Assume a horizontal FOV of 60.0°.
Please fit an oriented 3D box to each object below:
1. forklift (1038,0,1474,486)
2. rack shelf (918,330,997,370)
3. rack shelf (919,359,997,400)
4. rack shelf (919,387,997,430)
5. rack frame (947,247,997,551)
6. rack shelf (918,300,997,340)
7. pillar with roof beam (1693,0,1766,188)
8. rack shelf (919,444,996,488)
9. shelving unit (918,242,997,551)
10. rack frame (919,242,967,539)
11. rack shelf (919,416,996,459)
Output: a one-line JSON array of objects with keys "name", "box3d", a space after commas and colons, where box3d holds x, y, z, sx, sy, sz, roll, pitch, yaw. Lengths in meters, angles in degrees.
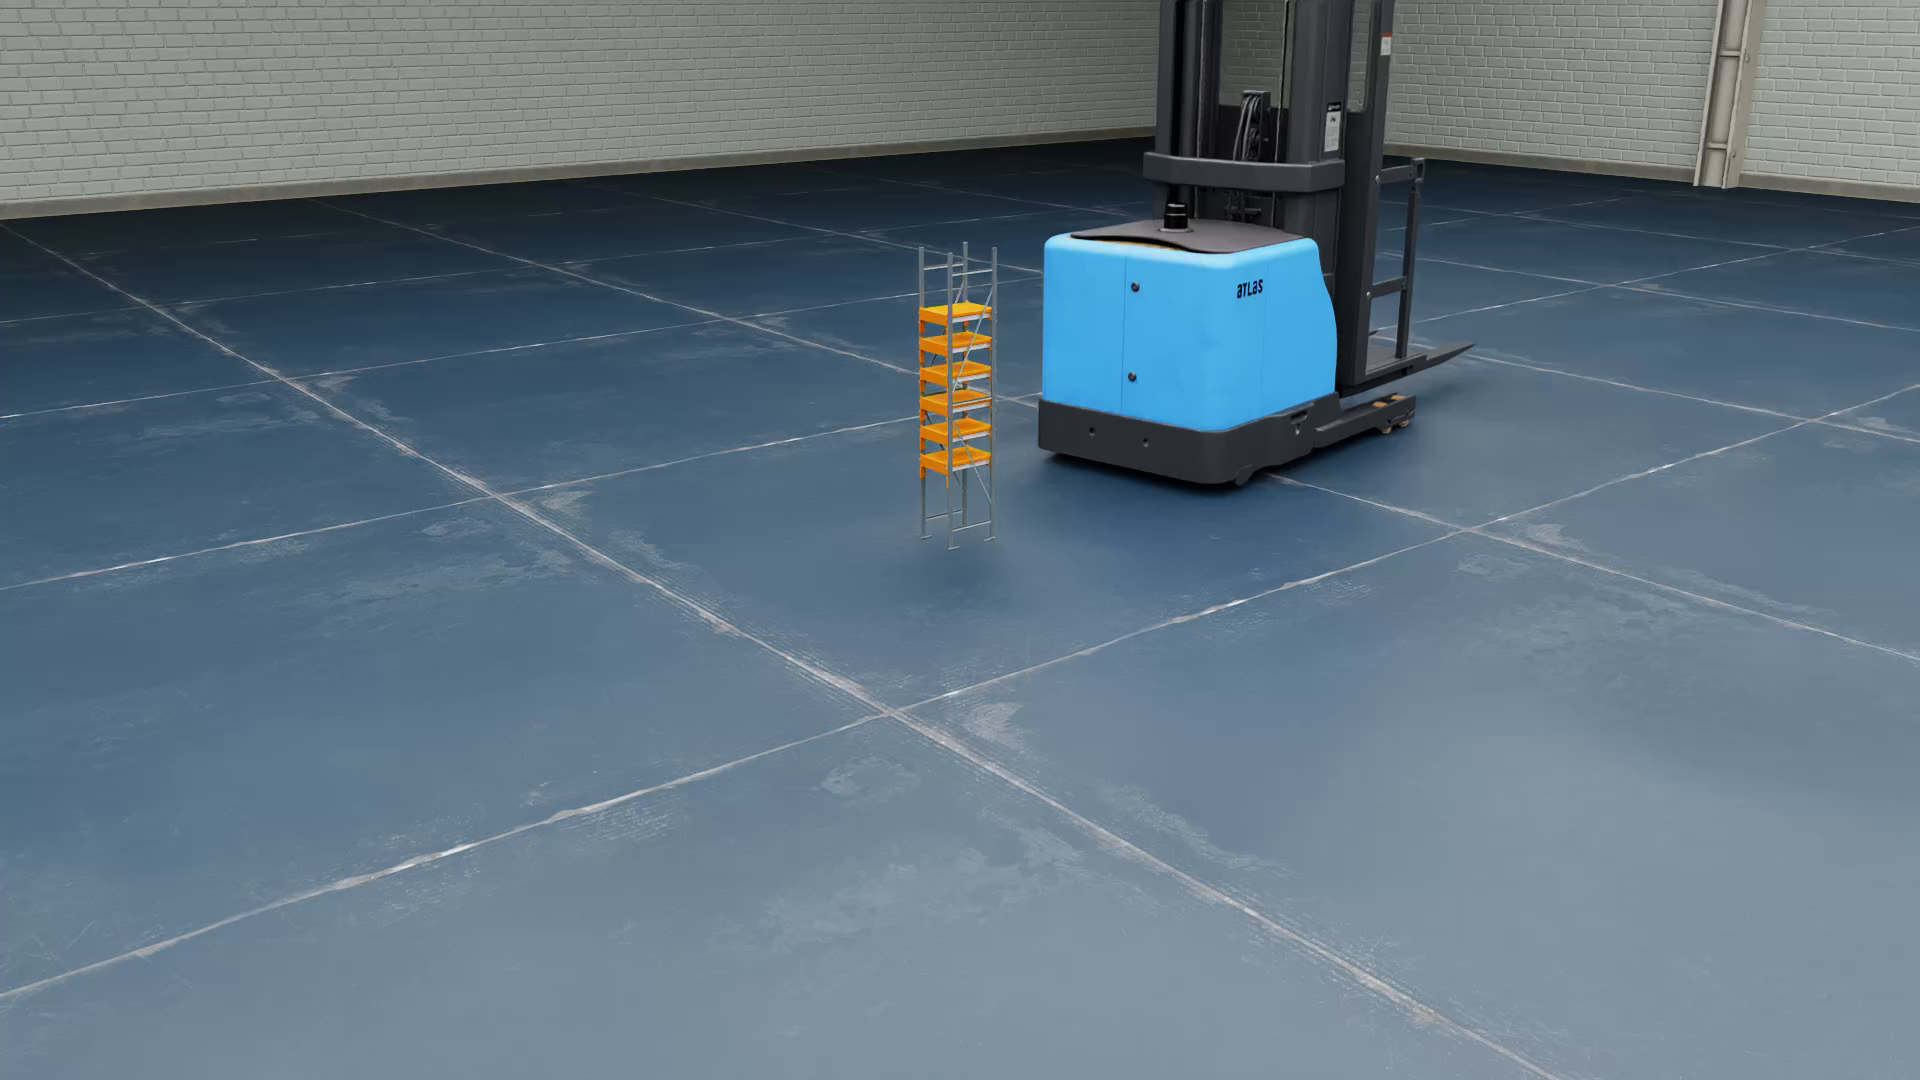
[{"name": "forklift", "box3d": [1.720, -2.024, 8.312, 1.130, 2.935, 3.031, 15, 24, 38]}, {"name": "rack shelf", "box3d": [-0.009, -0.759, 6.623, 0.258, 0.103, 0.180, -14, 23, -36]}, {"name": "rack shelf", "box3d": [-0.009, -0.645, 6.661, 0.258, 0.103, 0.180, -14, 23, -36]}, {"name": "rack shelf", "box3d": [-0.009, -0.531, 6.699, 0.258, 0.103, 0.180, -14, 23, -36]}, {"name": "rack frame", "box3d": [0.048, -0.551, 6.617, 0.240, 1.200, 0.006, -14, 23, -36]}, {"name": "rack shelf", "box3d": [-0.009, -0.873, 6.585, 0.258, 0.103, 0.180, -14, 23, -36]}, {"name": "pillar with roof beam", "box3d": [5.365, -7.525, 15.272, 9.100, 9.000, 0.400, -14, 23, -36]}, {"name": "rack shelf", "box3d": [-0.009, -0.303, 6.774, 0.258, 0.103, 0.180, -14, 23, -36]}, {"name": "shelving unit", "box3d": [-0.009, -0.573, 6.685, 0.258, 1.200, 0.189, -14, 23, -36]}, {"name": "rack frame", "box3d": [-0.066, -0.596, 6.753, 0.240, 1.200, 0.006, -14, 23, -36]}, {"name": "rack shelf", "box3d": [-0.009, -0.417, 6.736, 0.258, 0.103, 0.180, -14, 23, -36]}]
